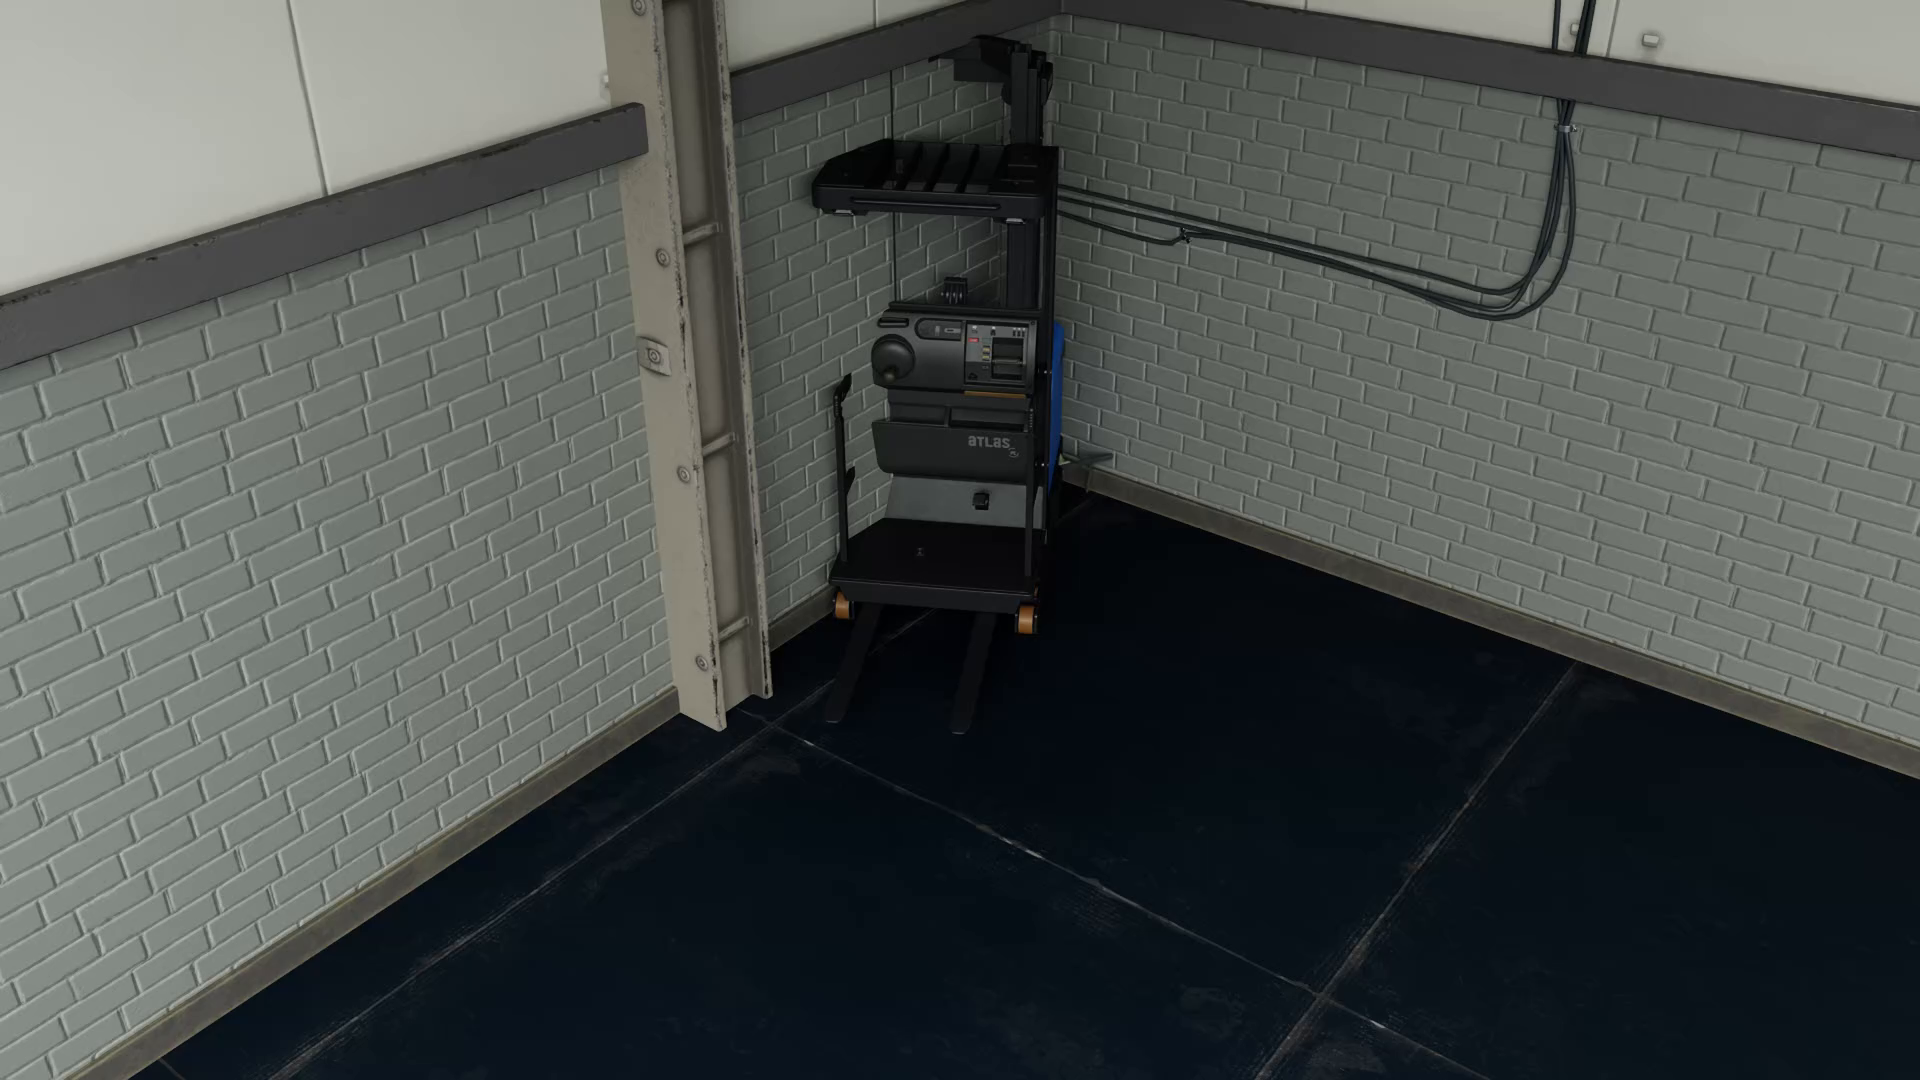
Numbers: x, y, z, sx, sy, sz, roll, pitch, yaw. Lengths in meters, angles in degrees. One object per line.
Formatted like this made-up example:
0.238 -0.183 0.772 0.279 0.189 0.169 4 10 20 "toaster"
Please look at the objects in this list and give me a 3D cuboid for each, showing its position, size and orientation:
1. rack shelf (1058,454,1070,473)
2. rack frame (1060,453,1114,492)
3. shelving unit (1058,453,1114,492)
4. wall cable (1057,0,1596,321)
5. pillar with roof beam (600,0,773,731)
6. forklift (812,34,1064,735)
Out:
0.354 -0.541 10.378 0.370 0.431 0.720 -13 50 -16 "rack shelf"
0.788 -0.358 10.242 1.500 0.400 0.023 -13 50 -16 "rack frame"
0.659 -0.613 10.470 1.500 0.431 0.755 -13 50 -16 "shelving unit"
1.642 -2.506 8.256 3.097 2.526 0.112 21 37 31 "wall cable"
2.242 -1.727 3.895 9.100 9.000 0.400 21 37 31 "pillar with roof beam"
-0.091 -0.945 8.527 1.130 2.935 3.031 4 31 7 "forklift"
